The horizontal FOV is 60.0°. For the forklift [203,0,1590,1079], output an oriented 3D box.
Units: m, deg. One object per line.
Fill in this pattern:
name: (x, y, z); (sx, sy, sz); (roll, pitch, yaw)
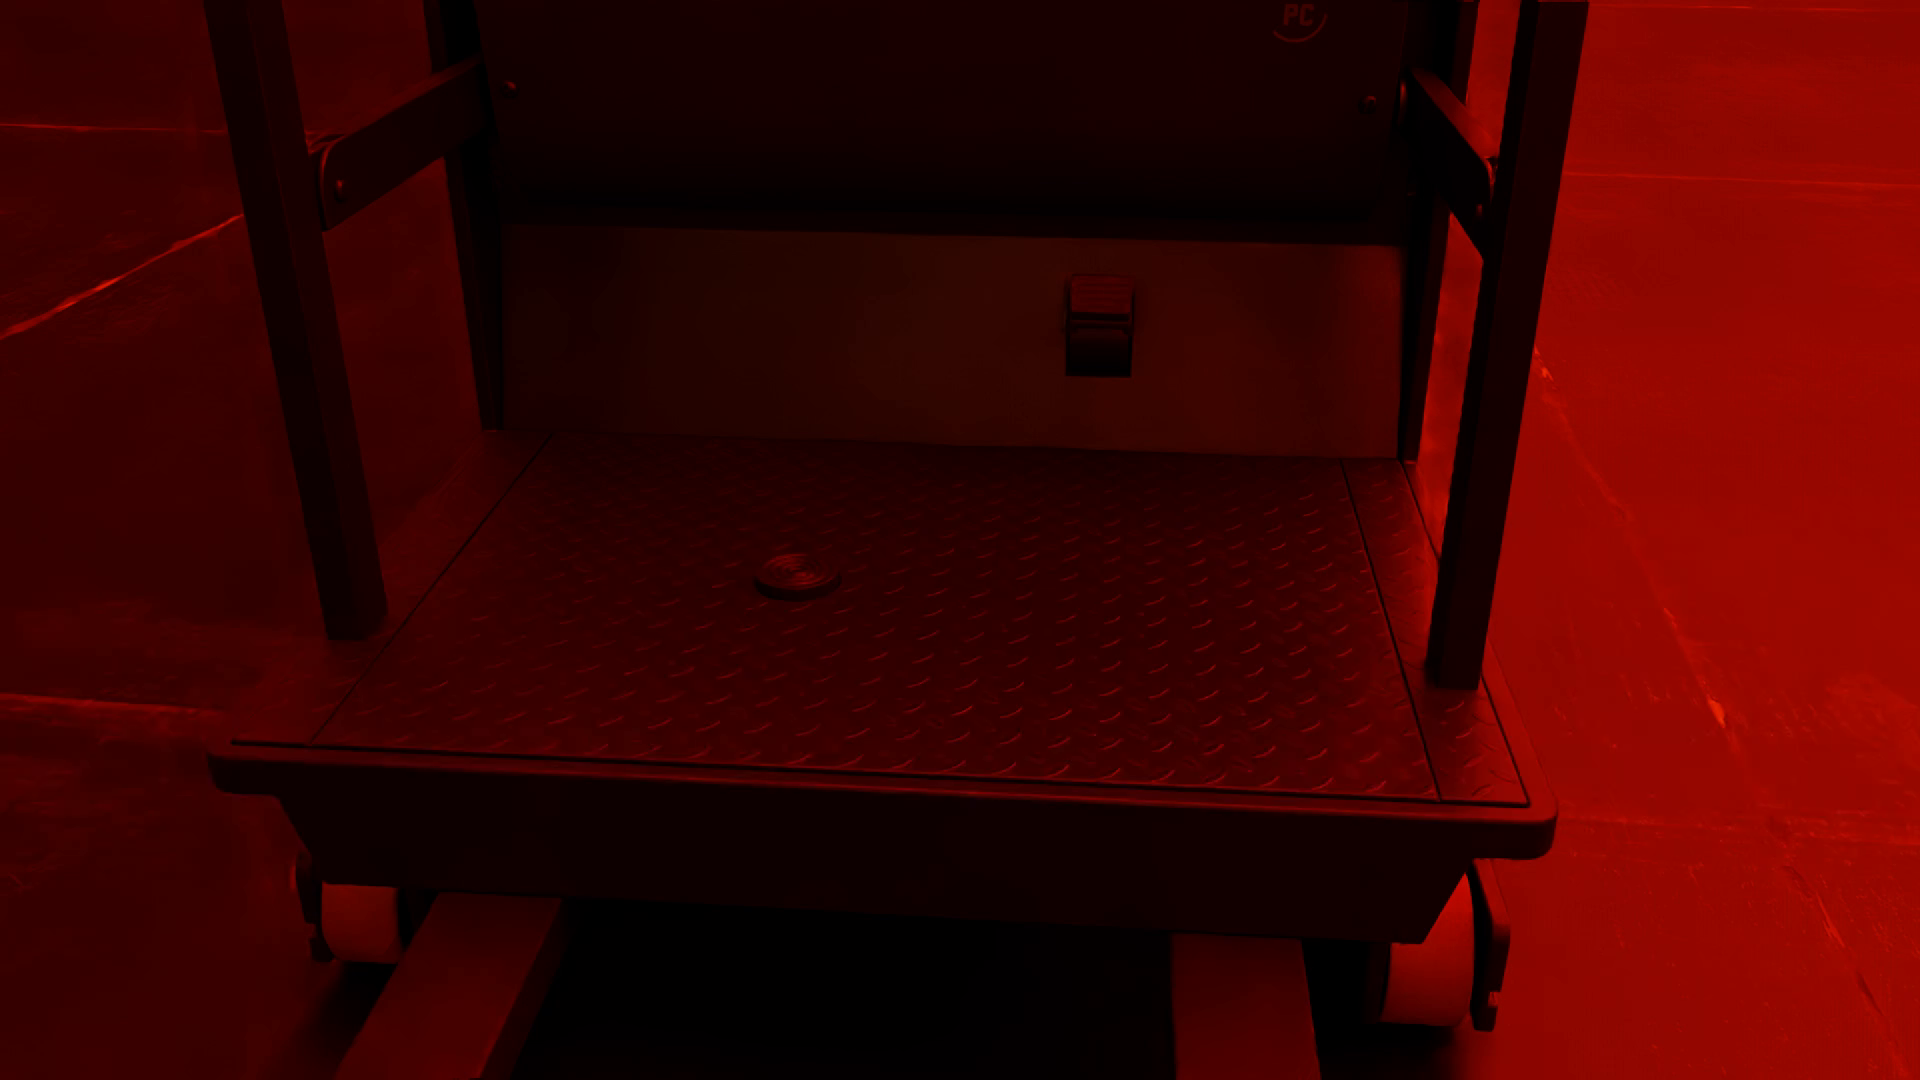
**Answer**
forklift: (-0.040, -1.008, 1.238); (1.130, 2.935, 3.031); (2, 27, 4)
